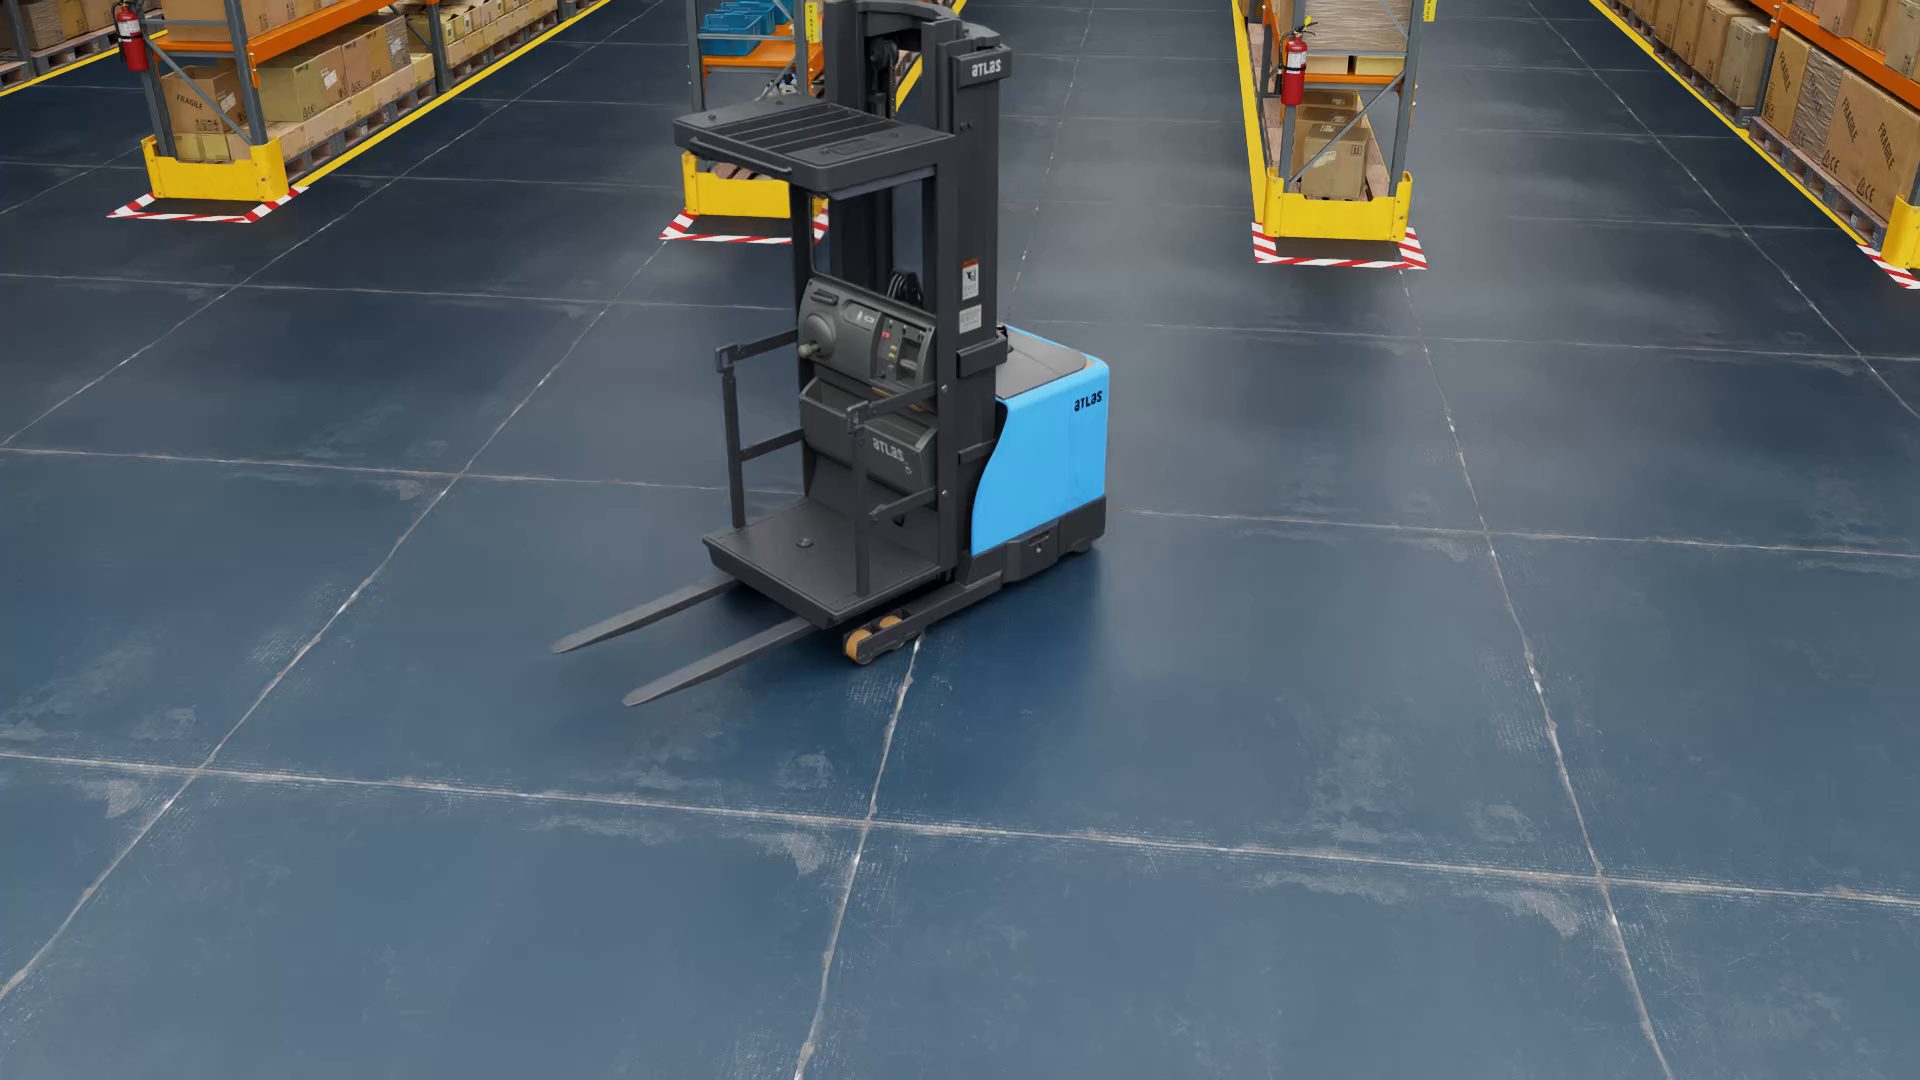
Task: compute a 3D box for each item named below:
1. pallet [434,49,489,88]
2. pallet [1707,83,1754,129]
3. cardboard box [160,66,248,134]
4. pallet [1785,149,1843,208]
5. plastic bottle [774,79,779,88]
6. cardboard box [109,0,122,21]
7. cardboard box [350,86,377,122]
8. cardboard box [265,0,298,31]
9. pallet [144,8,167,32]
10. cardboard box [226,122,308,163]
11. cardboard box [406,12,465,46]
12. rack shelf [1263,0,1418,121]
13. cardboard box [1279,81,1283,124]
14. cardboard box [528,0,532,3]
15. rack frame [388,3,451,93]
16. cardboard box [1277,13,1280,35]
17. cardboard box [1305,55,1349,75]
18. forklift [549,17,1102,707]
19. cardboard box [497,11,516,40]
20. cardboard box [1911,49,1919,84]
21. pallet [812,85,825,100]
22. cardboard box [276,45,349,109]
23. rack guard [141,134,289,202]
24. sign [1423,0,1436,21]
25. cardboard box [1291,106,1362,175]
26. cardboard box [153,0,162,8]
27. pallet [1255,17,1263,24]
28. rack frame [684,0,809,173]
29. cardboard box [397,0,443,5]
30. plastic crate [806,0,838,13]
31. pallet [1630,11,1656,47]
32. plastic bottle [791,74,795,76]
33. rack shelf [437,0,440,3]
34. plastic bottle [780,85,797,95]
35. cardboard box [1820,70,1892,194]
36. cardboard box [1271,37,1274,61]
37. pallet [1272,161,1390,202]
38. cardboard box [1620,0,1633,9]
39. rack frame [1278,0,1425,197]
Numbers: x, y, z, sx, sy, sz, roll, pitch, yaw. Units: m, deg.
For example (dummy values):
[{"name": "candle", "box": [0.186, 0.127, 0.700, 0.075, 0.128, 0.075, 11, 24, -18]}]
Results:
[{"name": "pallet", "box": [-6.143, -5.470, 19.180, 1.003, 0.211, 1.213, 3, 28, 6]}, {"name": "pallet", "box": [8.567, -4.575, 17.519, 1.003, 0.211, 1.213, 3, 28, 6]}, {"name": "cardboard box", "box": [-6.914, -4.039, 15.251, 0.500, 0.500, 0.500, 3, 28, 6]}, {"name": "pallet", "box": [8.230, -3.278, 15.112, 1.003, 0.211, 1.213, 3, 28, 6]}, {"name": "plastic bottle", "box": [-1.874, -4.536, 16.908, 0.061, 0.283, 0.133, 5, 29, 8]}, {"name": "cardboard box", "box": [-10.869, -6.797, 20.876, 0.712, 0.500, 0.516, 3, 28, 5]}, {"name": "cardboard box", "box": [-6.212, -4.385, 16.683, 0.500, 0.250, 0.500, 3, 28, 6]}, {"name": "cardboard box", "box": [-6.555, -4.976, 15.218, 0.700, 0.500, 0.500, 4, 29, 8]}, {"name": "pallet", "box": [-10.718, -6.922, 21.875, 1.003, 0.211, 1.213, 3, 28, 6]}, {"name": "cardboard box", "box": [-6.398, -3.679, 15.373, 0.500, 0.250, 0.500, 3, 28, 6]}, {"name": "cardboard box", "box": [-5.896, -5.749, 18.624, 0.500, 0.311, 0.500, 3, 29, 6]}, {"name": "rack shelf", "box": [3.392, -4.512, 15.222, 1.077, 0.370, 4.000, 3, 28, 6]}, {"name": "cardboard box", "box": [3.486, -4.399, 16.445, 0.500, 0.500, 0.500, 13, 31, 22]}, {"name": "cardboard box", "box": [-5.581, -6.946, 20.846, 0.500, 0.311, 0.500, 3, 28, 5]}, {"name": "rack frame", "box": [-6.194, -6.348, 17.871, 1.000, 3.000, 0.127, 3, 28, 6]}, {"name": "cardboard box", "box": [3.057, -4.635, 14.957, 0.380, 0.149, 0.250, 3, 28, 6]}, {"name": "cardboard box", "box": [2.977, -3.923, 13.635, 0.380, 0.149, 0.250, 3, 28, 6]}, {"name": "forklift", "box": [-0.649, -0.919, 7.934, 2.937, 2.867, 1.118, -24, 37, -37]}, {"name": "cardboard box", "box": [-5.711, -6.222, 20.092, 0.500, 0.250, 0.500, 4, 29, 7]}, {"name": "cardboard box", "box": [8.058, -3.795, 12.974, 0.875, 0.550, 0.550, 3, 28, 6]}, {"name": "pallet", "box": [-1.402, -4.517, 17.412, 1.003, 0.211, 1.213, 3, 28, 6]}, {"name": "cardboard box", "box": [-6.290, -4.481, 16.070, 0.500, 0.500, 0.500, 3, 28, 6]}, {"name": "rack guard", "box": [-6.687, -3.353, 14.947, 1.175, 0.500, 0.348, 3, 28, 6]}, {"name": "sign", "box": [3.686, -4.237, 13.040, 0.100, 0.325, 0.005, 3, 28, 6]}, {"name": "cardboard box", "box": [3.279, -3.548, 14.867, 0.500, 0.500, 0.500, 11, 30, 19]}, {"name": "cardboard box", "box": [-10.657, -7.268, 21.750, 0.700, 0.500, 0.500, 4, 29, 7]}, {"name": "pallet", "box": [4.299, -6.793, 21.636, 1.003, 0.211, 1.213, 3, 28, 6]}, {"name": "rack frame", "box": [-1.769, -4.176, 13.838, 1.000, 3.000, 0.127, 3, 28, 6]}, {"name": "cardboard box", "box": [-6.308, -6.257, 19.566, 0.500, 0.311, 0.500, 3, 28, 6]}, {"name": "plastic crate", "box": [-1.226, -5.163, 15.949, 0.530, 0.136, 0.437, 3, 28, 6]}, {"name": "pallet", "box": [9.135, -6.458, 21.014, 1.003, 0.211, 1.213, 3, 28, 6]}, {"name": "plastic bottle", "box": [-1.765, -4.775, 17.358, 0.152, 0.276, 0.135, 4, 29, 8]}, {"name": "rack shelf", "box": [-5.949, -6.973, 19.789, 1.077, 0.370, 4.000, 3, 28, 6]}, {"name": "plastic bottle", "box": [-1.714, -4.411, 16.684, 0.152, 0.276, 0.135, 3, 28, 6]}, {"name": "cardboard box", "box": [8.180, -3.539, 14.453, 0.875, 0.875, 0.875, 3, 28, 5]}, {"name": "cardboard box", "box": [3.879, -5.638, 18.725, 0.700, 0.500, 0.500, 1, 28, 2]}, {"name": "pallet", "box": [3.291, -3.076, 14.738, 1.003, 0.211, 1.213, 3, 28, 6]}, {"name": "cardboard box", "box": [8.975, -7.221, 21.684, 0.500, 0.500, 0.500, 2, 28, 4]}, {"name": "rack frame", "box": [3.147, -3.888, 13.304, 1.000, 3.000, 0.127, 3, 28, 6]}]
